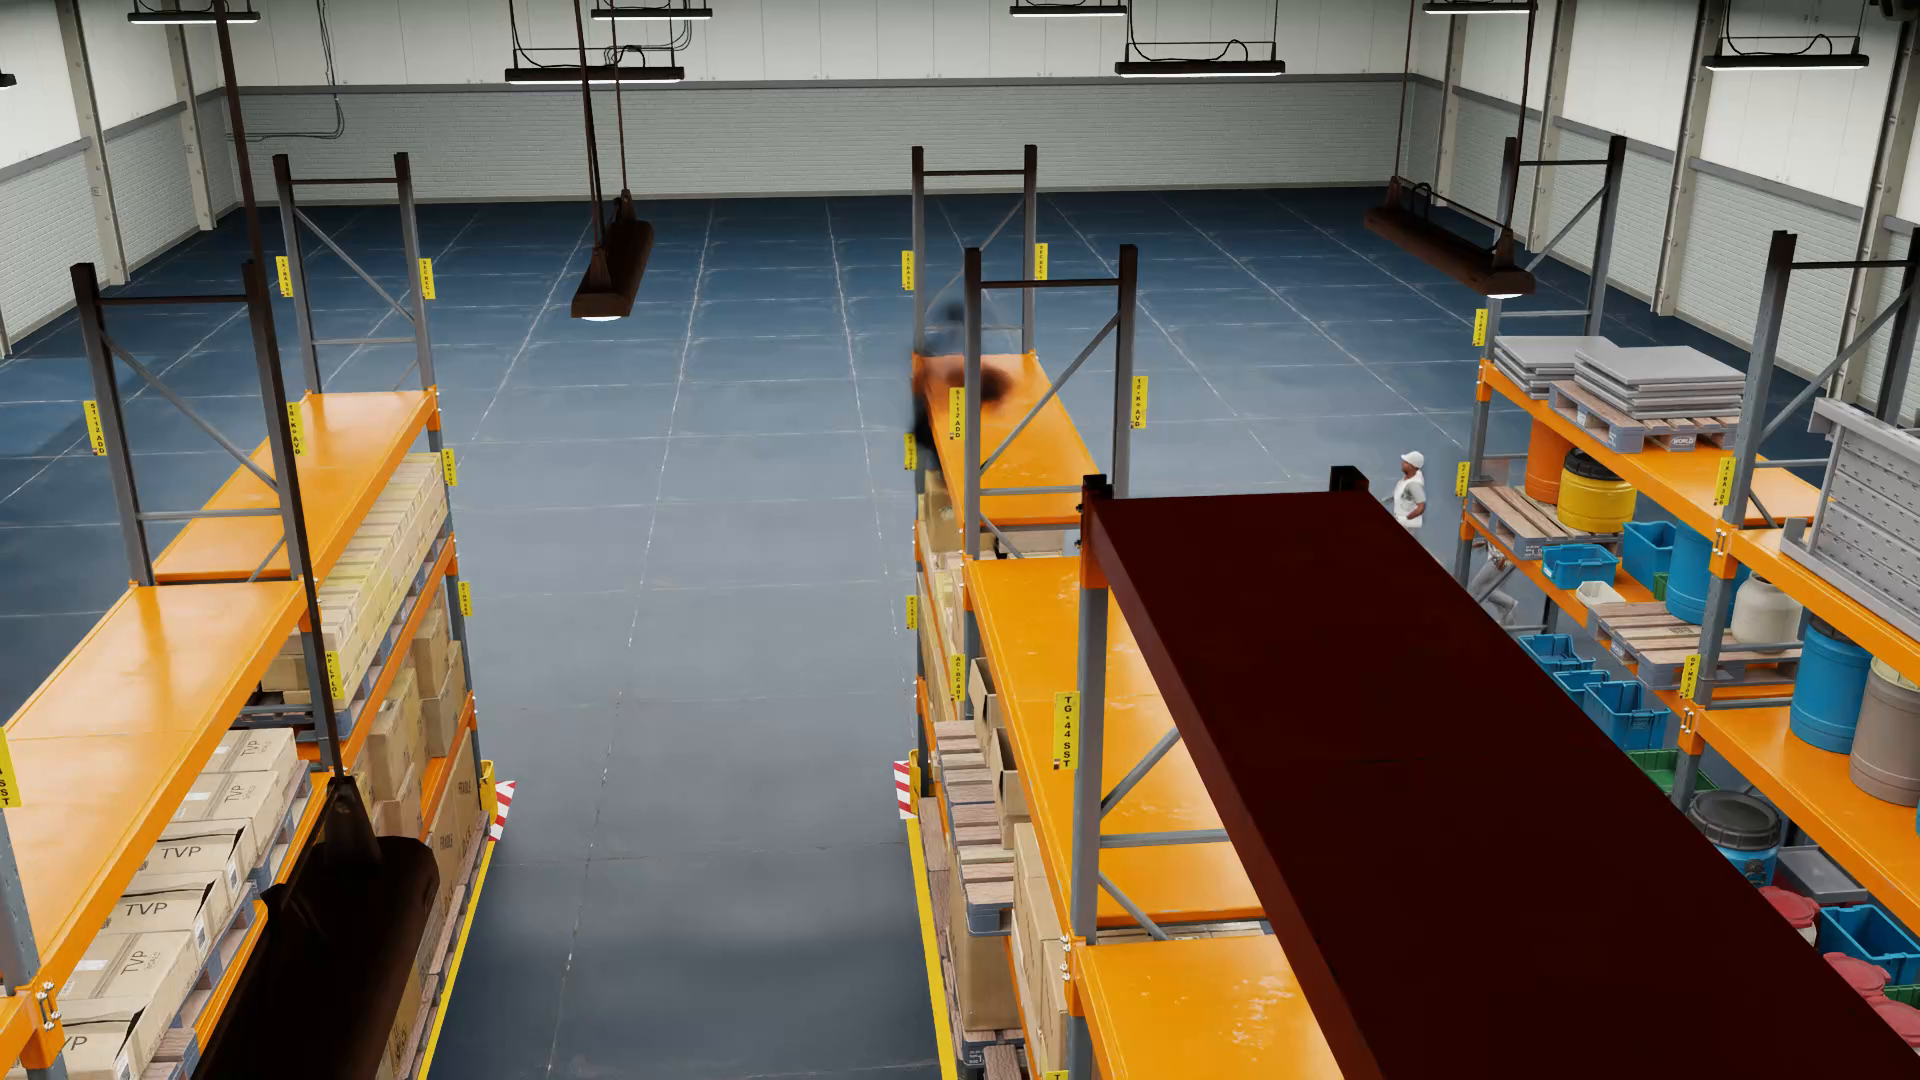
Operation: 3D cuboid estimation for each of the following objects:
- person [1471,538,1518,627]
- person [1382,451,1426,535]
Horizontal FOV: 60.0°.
[{"bbox_3d":[6.069,0.228,18.845,0.616,1.655,0.597,11,24,25],"label":"person"},{"bbox_3d":[5.374,-0.224,19.838,0.704,1.743,0.687,5,22,13],"label":"person"}]
